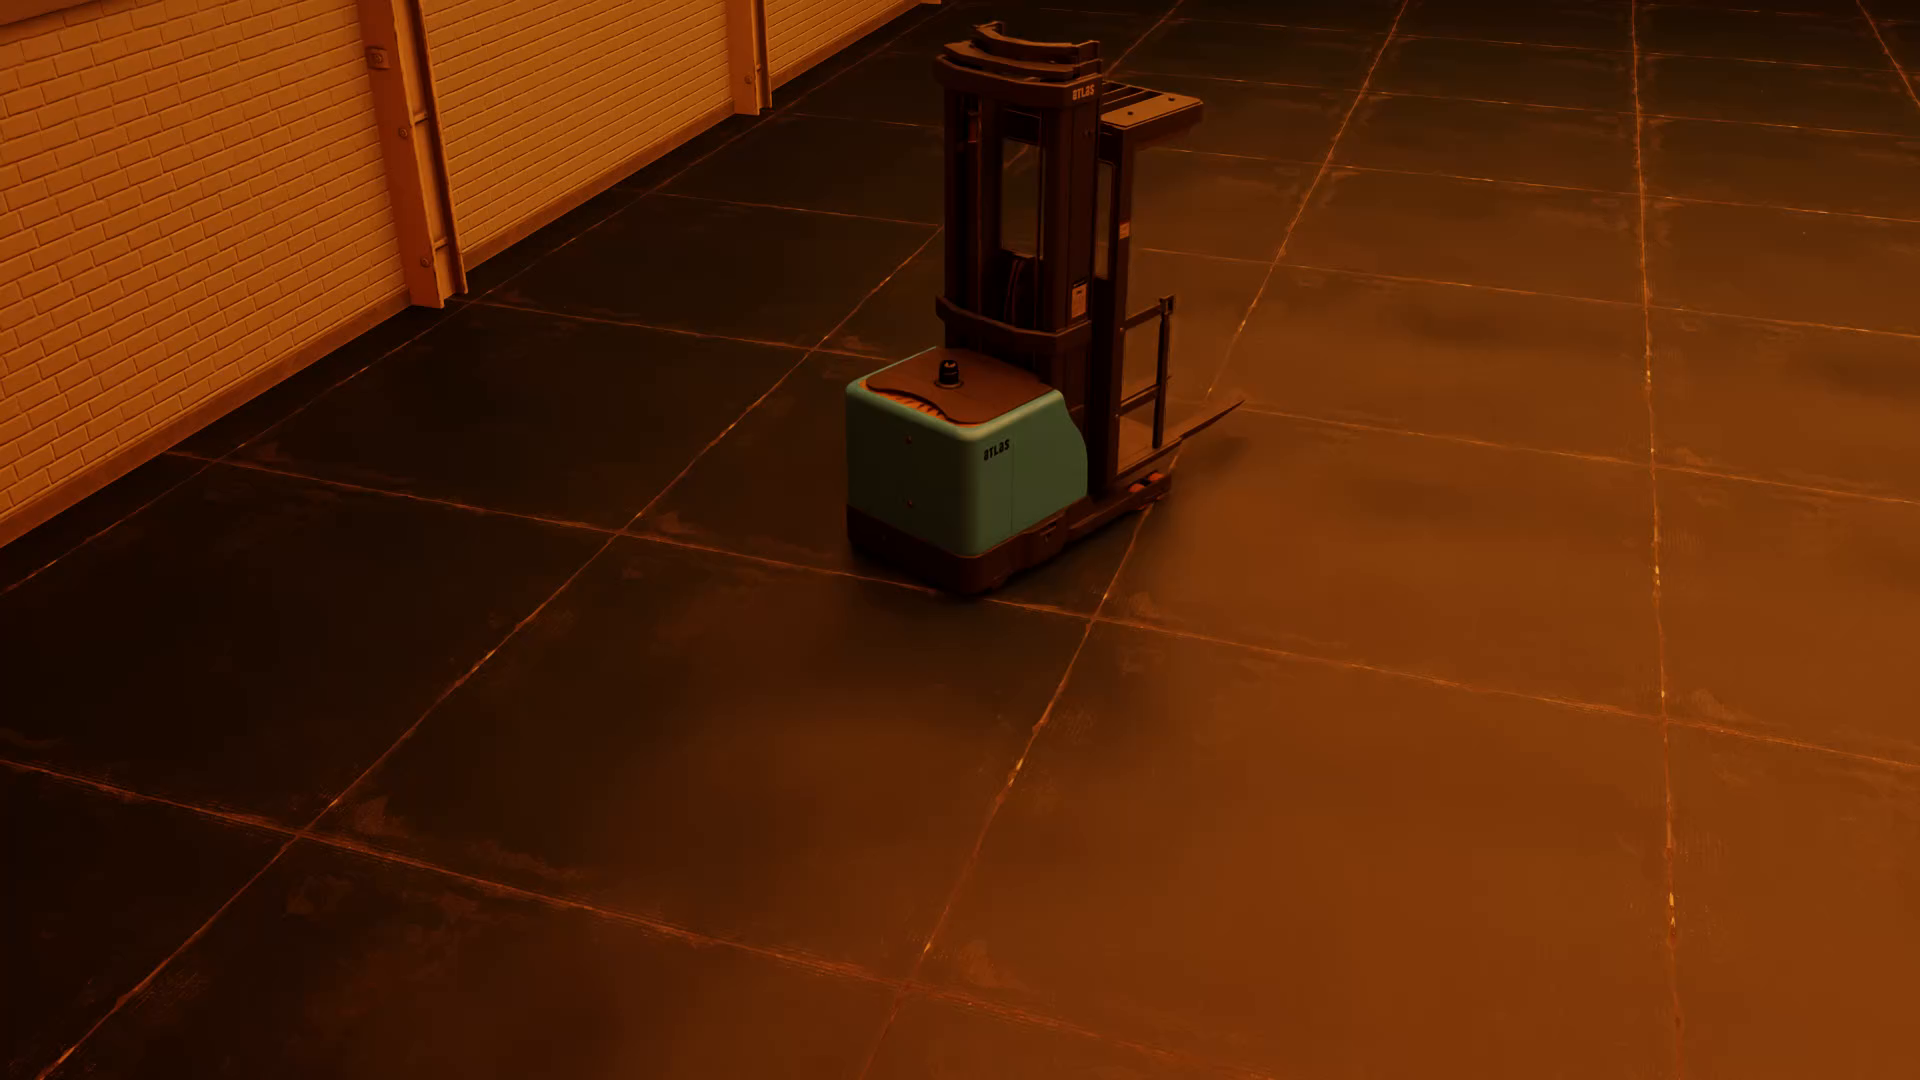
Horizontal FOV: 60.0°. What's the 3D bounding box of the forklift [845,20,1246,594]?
[{"bbox_3d":[0.688,-1.610,9.962,1.130,2.935,3.031,24,38,36],"label":"forklift"}]
